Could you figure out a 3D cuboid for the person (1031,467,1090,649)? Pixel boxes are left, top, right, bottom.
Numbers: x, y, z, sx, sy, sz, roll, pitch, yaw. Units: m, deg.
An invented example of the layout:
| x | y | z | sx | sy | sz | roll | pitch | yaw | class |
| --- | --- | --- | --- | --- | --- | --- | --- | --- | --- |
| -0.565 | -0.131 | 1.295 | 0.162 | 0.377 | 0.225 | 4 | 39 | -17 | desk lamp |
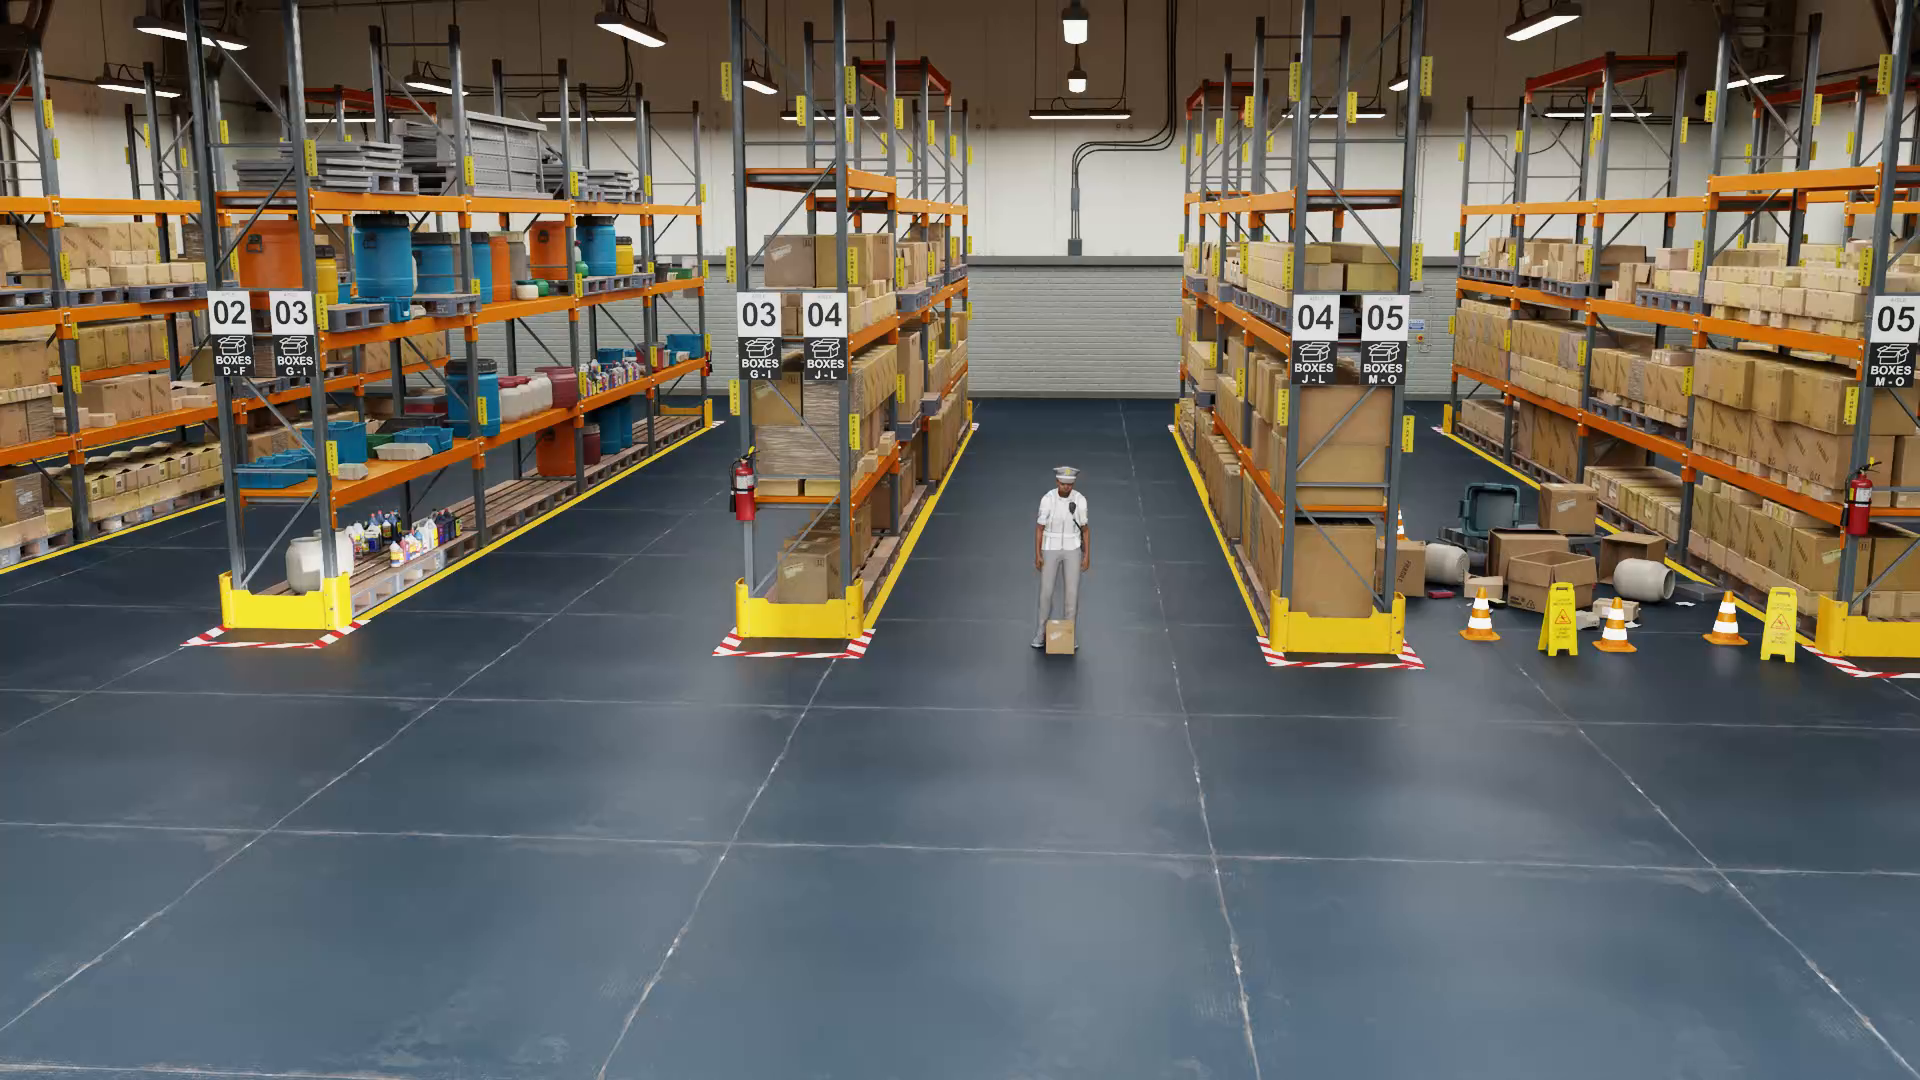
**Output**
| x | y | z | sx | sy | sz | roll | pitch | yaw | class |
| --- | --- | --- | --- | --- | --- | --- | --- | --- | --- |
| 0.921 | 0.145 | 15.163 | 0.532 | 1.664 | 0.421 | 0 | 11 | 1 | person |
